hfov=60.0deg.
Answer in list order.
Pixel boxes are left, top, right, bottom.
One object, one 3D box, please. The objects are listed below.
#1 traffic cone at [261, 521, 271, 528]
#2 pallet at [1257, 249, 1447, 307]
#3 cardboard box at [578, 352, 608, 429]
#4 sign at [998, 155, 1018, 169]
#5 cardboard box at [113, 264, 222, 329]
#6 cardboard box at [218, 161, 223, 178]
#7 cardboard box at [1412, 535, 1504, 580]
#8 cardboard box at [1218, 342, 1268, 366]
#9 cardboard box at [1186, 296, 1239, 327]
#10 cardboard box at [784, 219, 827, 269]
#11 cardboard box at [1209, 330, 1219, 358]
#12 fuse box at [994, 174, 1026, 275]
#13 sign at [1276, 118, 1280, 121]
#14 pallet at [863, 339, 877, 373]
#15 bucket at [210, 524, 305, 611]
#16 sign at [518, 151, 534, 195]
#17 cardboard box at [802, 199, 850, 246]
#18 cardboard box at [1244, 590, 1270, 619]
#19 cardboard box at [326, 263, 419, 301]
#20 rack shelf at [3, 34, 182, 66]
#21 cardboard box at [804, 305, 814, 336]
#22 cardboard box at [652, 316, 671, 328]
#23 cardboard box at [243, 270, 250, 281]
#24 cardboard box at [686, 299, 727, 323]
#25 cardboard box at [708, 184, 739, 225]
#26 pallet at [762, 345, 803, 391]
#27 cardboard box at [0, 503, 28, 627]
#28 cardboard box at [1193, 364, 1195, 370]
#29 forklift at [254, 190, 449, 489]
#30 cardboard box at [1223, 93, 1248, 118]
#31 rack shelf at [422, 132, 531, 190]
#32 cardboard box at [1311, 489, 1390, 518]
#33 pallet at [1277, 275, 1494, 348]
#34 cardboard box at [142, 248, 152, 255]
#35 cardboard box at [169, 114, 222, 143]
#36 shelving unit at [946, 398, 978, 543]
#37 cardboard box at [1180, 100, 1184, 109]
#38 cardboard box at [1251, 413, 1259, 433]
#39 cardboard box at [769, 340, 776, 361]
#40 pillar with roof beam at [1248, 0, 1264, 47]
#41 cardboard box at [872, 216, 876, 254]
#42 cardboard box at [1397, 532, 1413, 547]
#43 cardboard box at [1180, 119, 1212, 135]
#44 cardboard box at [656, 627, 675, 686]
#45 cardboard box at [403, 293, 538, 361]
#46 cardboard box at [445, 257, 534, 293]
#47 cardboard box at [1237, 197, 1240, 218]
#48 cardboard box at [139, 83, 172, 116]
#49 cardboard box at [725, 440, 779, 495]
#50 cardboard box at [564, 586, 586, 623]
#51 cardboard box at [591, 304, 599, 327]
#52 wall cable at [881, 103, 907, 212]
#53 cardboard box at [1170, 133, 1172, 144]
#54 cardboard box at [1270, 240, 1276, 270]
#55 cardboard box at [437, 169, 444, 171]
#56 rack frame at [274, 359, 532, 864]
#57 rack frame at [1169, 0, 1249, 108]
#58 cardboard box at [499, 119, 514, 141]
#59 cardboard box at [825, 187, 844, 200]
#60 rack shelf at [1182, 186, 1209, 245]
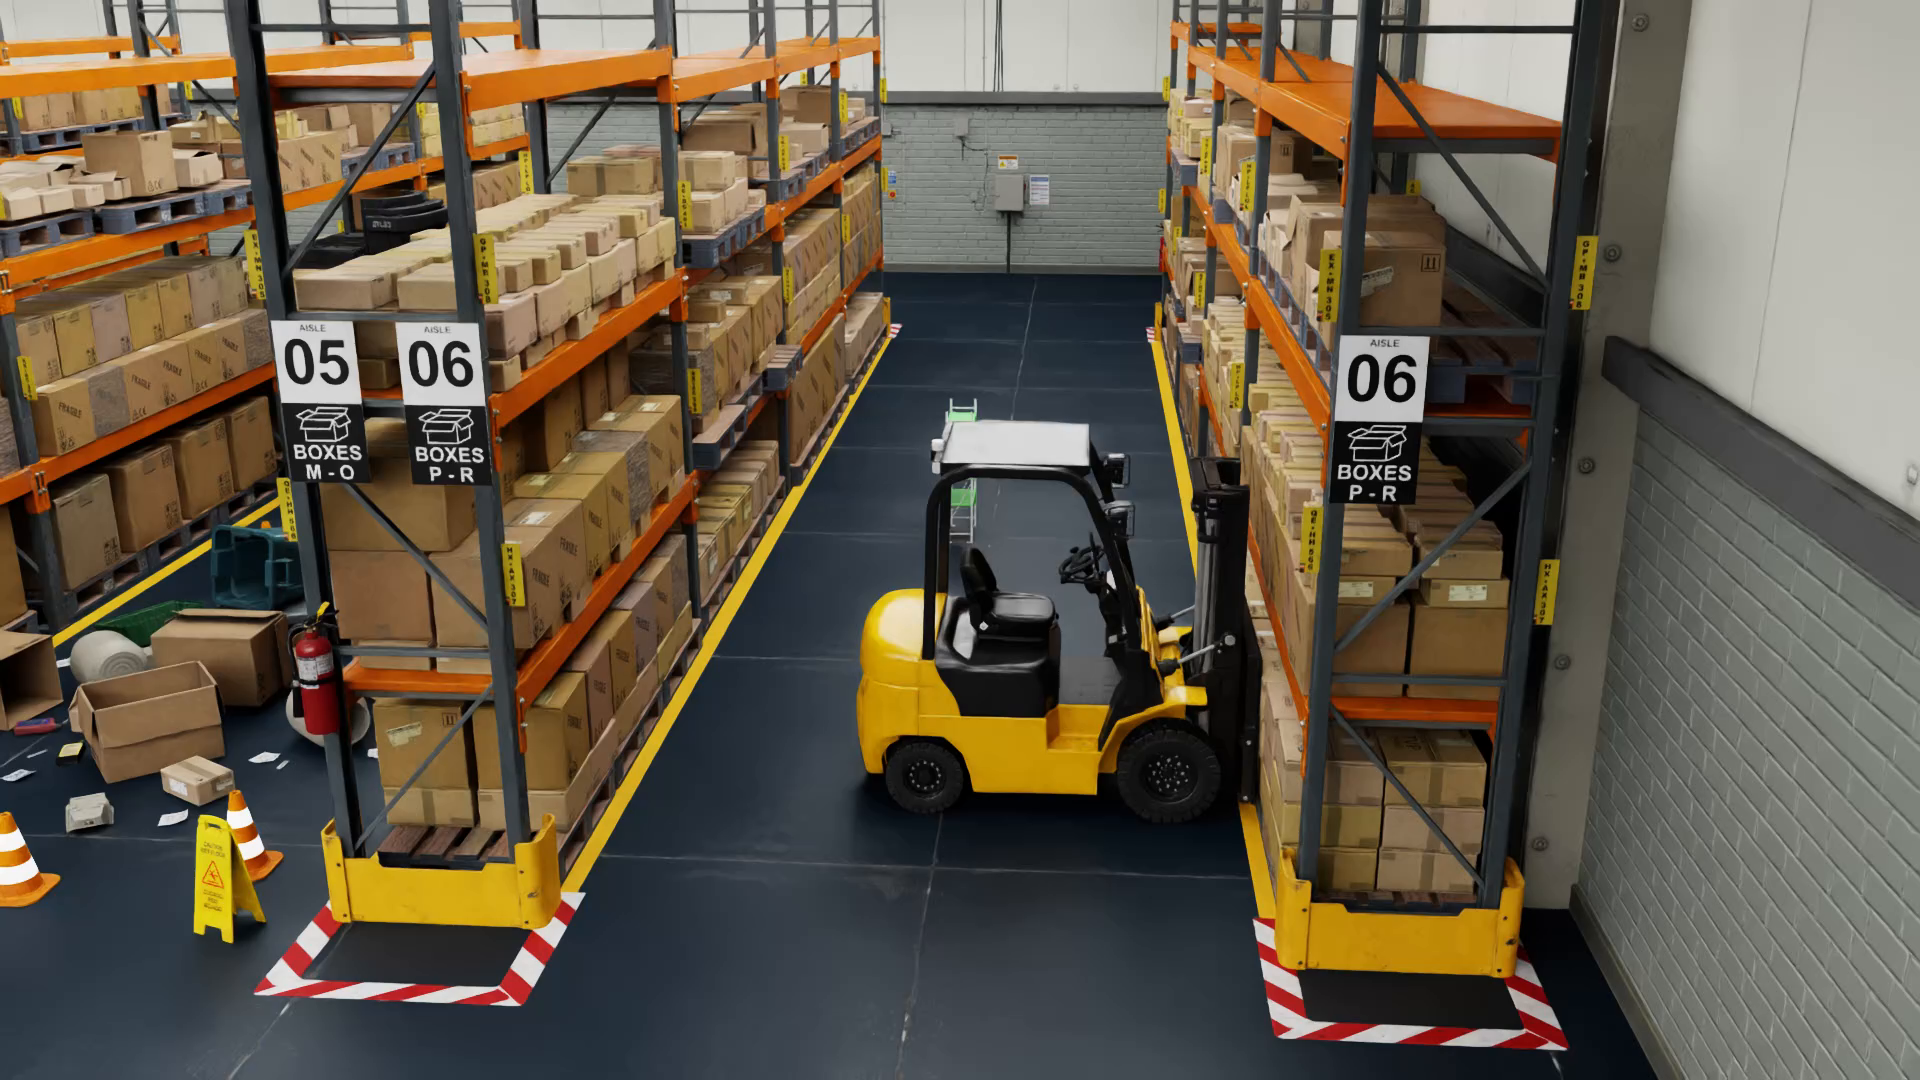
[{"bbox_3d":[-5.801,0.072,13.959,0.336,0.463,0.334,1,18,4],"label":"traffic cone"},{"bbox_3d":[2.457,-1.680,10.557,1.003,0.211,1.213,1,18,4],"label":"pallet"},{"bbox_3d":[-2.765,-1.045,11.052,0.700,0.500,0.500,1,18,4],"label":"cardboard box"},{"bbox_3d":[0.826,-6.516,28.665,0.339,0.242,0.001,1,18,4],"label":"sign"},{"bbox_3d":[-7.194,-2.219,15.112,0.700,0.500,0.500,1,18,3],"label":"cardboard box"},{"bbox_3d":[-6.940,-3.363,15.093,0.380,0.166,0.250,1,18,4],"label":"cardboard box"},{"bbox_3d":[2.442,0.084,8.170,0.380,0.149,0.250,1,18,3],"label":"cardboard box"},{"bbox_3d":[2.299,-1.510,13.512,0.380,0.149,0.250,1,18,2],"label":"cardboard box"},{"bbox_3d":[2.532,-2.267,16.592,0.500,0.250,0.500,0,18,1],"label":"cardboard box"},{"bbox_3d":[-1.753,-3.216,18.156,0.500,0.500,0.500,2,18,6],"label":"cardboard box"},{"bbox_3d":[2.466,-1.683,14.679,0.500,0.250,0.500,2,18,6],"label":"cardboard box"},{"bbox_3d":[0.867,-5.446,28.794,0.539,1.711,0.414,1,18,4],"label":"fuse box"},{"bbox_3d":[3.619,-4.893,18.760,0.100,0.325,0.005,1,18,4],"label":"sign"},{"bbox_3d":[-1.668,-2.445,22.047,1.003,0.211,1.213,1,18,4],"label":"pallet"},{"bbox_3d":[-5.114,0.176,12.383,0.726,0.611,0.620,8,10,23],"label":"bucket"},{"bbox_3d":[-3.013,-2.541,11.580,0.100,0.325,0.005,1,18,4],"label":"sign"},{"bbox_3d":[-1.610,-3.821,20.001,0.500,0.500,0.500,1,18,4],"label":"cardboard box"},{"bbox_3d":[2.073,0.527,10.634,0.500,0.250,0.500,2,18,6],"label":"cardboard box"},{"bbox_3d":[-2.959,-1.305,8.394,0.380,0.149,0.250,2,18,5],"label":"cardboard box"},{"bbox_3d":[-11.627,-6.317,21.548,1.077,0.370,4.000,1,18,4],"label":"rack shelf"},{"bbox_3d":[-1.824,-2.311,17.401,0.500,0.250,0.500,2,18,6],"label":"cardboard box"},{"bbox_3d":[-2.578,-1.523,13.440,0.500,0.500,0.500,2,18,6],"label":"cardboard box"},{"bbox_3d":[-7.500,-2.677,17.051,0.380,0.149,0.250,2,18,6],"label":"cardboard box"},{"bbox_3d":[-2.098,-1.846,13.385,0.380,0.149,0.250,2,18,7],"label":"cardboard box"},{"bbox_3d":[-1.982,-2.555,12.653,0.500,0.250,0.500,1,18,3],"label":"cardboard box"},{"bbox_3d":[-2.117,-1.599,15.293,1.213,0.211,1.003,1,18,4],"label":"pallet"},{"bbox_3d":[-7.519,0.253,12.070,0.875,0.875,0.875,2,18,5],"label":"cardboard box"},{"bbox_3d":[2.763,-1.931,18.297,0.380,0.149,0.250,1,18,4],"label":"cardboard box"},{"bbox_3d":[-5.557,-1.761,15.589,3.031,2.935,1.130,4,19,11],"label":"forklift"},{"bbox_3d":[3.112,-4.841,18.488,0.396,0.266,0.258,1,18,3],"label":"cardboard box"},{"bbox_3d":[-6.687,-4.940,21.520,1.077,0.370,4.000,1,18,4],"label":"rack shelf"},{"bbox_3d":[2.091,-0.167,8.936,0.380,0.149,0.250,1,18,4],"label":"cardboard box"},{"bbox_3d":[2.367,-1.302,9.403,1.003,0.211,1.213,1,18,4],"label":"pallet"},{"bbox_3d":[-11.270,-3.984,22.669,0.380,0.149,0.250,1,18,4],"label":"cardboard box"},{"bbox_3d":[-7.347,-3.961,15.987,0.396,0.266,0.258,1,18,4],"label":"cardboard box"},{"bbox_3d":[0.012,-0.622,14.893,0.258,1.200,0.503,1,18,4],"label":"shelving unit"},{"bbox_3d":[2.889,-5.099,19.811,0.500,0.250,0.500,1,18,3],"label":"cardboard box"},{"bbox_3d":[2.207,-0.824,11.419,0.380,0.149,0.250,1,18,3],"label":"cardboard box"},{"bbox_3d":[-1.882,-1.723,15.092,0.380,0.149,0.250,1,18,3],"label":"cardboard box"},{"bbox_3d":[0.151,-8.053,25.048,9.100,9.000,0.400,1,18,4],"label":"pillar with roof beam"},{"bbox_3d":[-1.421,-4.135,22.563,0.500,0.500,0.500,1,18,3],"label":"cardboard box"},{"bbox_3d":[2.467,0.069,8.694,0.380,0.149,0.250,1,18,3],"label":"cardboard box"},{"bbox_3d":[2.598,-4.496,18.099,0.380,0.149,0.250,1,18,3],"label":"cardboard box"},{"bbox_3d":[-2.262,0.791,11.433,0.500,0.250,0.500,1,18,2],"label":"cardboard box"},{"bbox_3d":[-2.444,-1.075,8.332,0.500,0.250,0.500,1,18,3],"label":"cardboard box"},{"bbox_3d":[-2.435,-1.375,8.607,0.380,0.149,0.250,1,18,4],"label":"cardboard box"},{"bbox_3d":[2.268,-2.463,12.374,0.380,0.149,0.250,1,18,4],"label":"cardboard box"},{"bbox_3d":[-11.467,-6.177,23.144,0.700,0.500,0.500,0,18,1],"label":"cardboard box"},{"bbox_3d":[-2.223,-0.689,15.755,0.950,0.372,0.625,0,18,0],"label":"cardboard box"},{"bbox_3d":[-2.347,0.352,9.434,0.380,0.149,0.250,2,18,5],"label":"cardboard box"},{"bbox_3d":[-2.331,-1.315,9.705,0.380,0.149,0.250,1,18,2],"label":"cardboard box"},{"bbox_3d":[-1.218,-6.648,28.712,0.585,1.953,0.123,1,18,4],"label":"wall cable"},{"bbox_3d":[2.949,-5.265,21.759,0.380,0.149,0.250,2,18,5],"label":"cardboard box"},{"bbox_3d":[2.102,-1.744,10.178,0.380,0.149,0.250,2,18,6],"label":"cardboard box"},{"bbox_3d":[-6.930,-4.690,22.175,0.500,0.500,0.500,1,18,3],"label":"cardboard box"},{"bbox_3d":[-2.746,0.571,8.363,1.000,3.000,0.127,1,18,4],"label":"rack frame"},{"bbox_3d":[3.352,-7.140,22.260,1.000,3.000,0.127,1,18,4],"label":"rack frame"},{"bbox_3d":[-6.342,-5.526,22.393,0.500,0.250,0.500,1,18,4],"label":"cardboard box"},{"bbox_3d":[-1.602,-4.159,19.991,0.380,0.149,0.250,2,18,5],"label":"cardboard box"},{"bbox_3d":[2.922,-3.509,17.152,1.077,0.370,4.000,1,18,4],"label":"rack shelf"}]
